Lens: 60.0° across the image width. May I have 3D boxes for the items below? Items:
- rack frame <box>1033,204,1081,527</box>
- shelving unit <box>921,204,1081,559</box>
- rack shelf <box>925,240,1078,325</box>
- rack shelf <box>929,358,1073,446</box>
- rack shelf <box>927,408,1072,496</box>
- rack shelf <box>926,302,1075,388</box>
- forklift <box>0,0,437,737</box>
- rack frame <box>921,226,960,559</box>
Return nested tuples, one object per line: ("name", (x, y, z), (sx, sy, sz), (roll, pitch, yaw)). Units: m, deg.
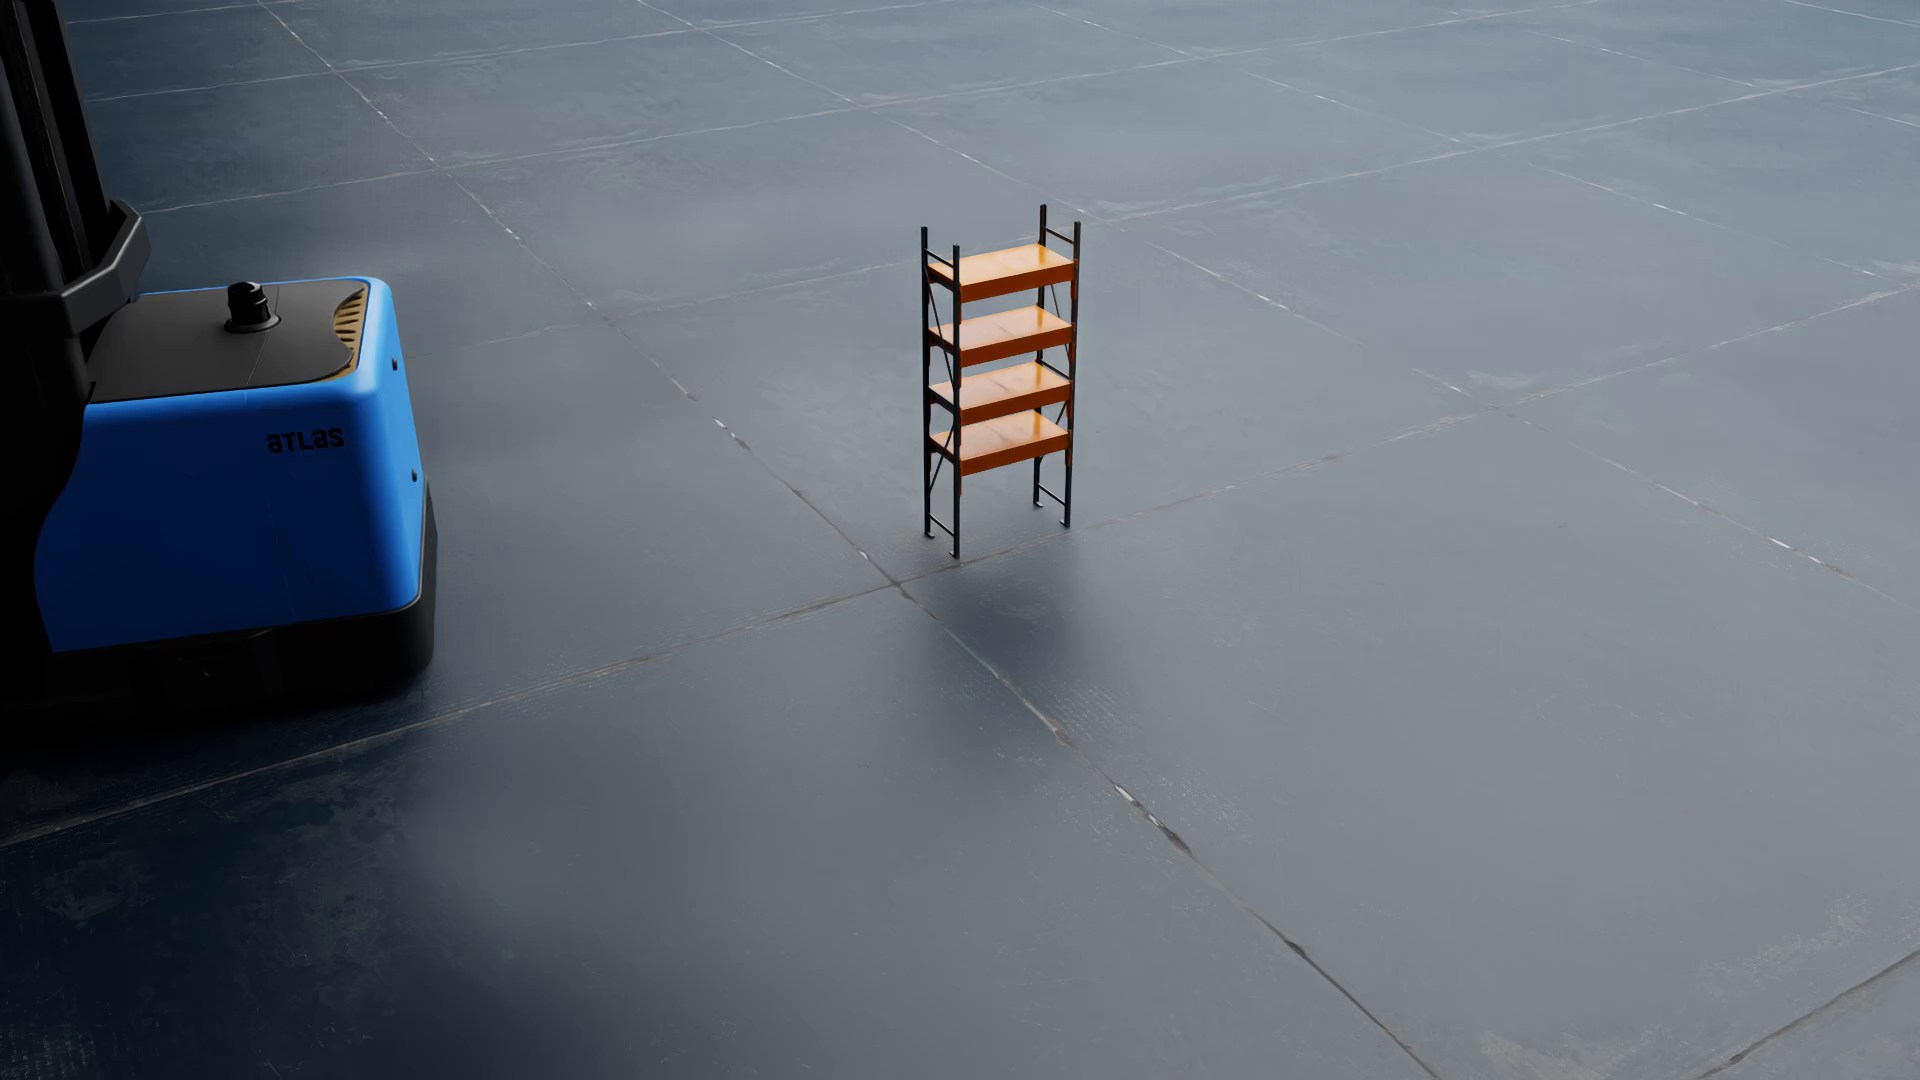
("rack frame", (0.353, -0.626, 6.142), (0.015, 1.200, 0.240), (-16, 33, -26))
("shelving unit", (0.143, -0.566, 6.034), (0.503, 1.200, 0.258), (-16, 33, -26))
("rack shelf", (0.143, -0.910, 5.844), (0.480, 0.148, 0.258), (-16, 33, -26))
("rack shelf", (0.143, -0.507, 6.066), (0.480, 0.148, 0.258), (-16, 33, -26))
("rack shelf", (0.143, -0.333, 6.162), (0.480, 0.148, 0.258), (-16, 33, -26))
("rack shelf", (0.143, -0.703, 5.958), (0.480, 0.148, 0.258), (-16, 33, -26))
("forklift", (-3.289, -0.856, 4.768), (3.031, 2.935, 1.130), (-7, 30, -13))
("rack frame", (-0.068, -0.506, 5.925), (0.015, 1.200, 0.240), (-16, 33, -26))
